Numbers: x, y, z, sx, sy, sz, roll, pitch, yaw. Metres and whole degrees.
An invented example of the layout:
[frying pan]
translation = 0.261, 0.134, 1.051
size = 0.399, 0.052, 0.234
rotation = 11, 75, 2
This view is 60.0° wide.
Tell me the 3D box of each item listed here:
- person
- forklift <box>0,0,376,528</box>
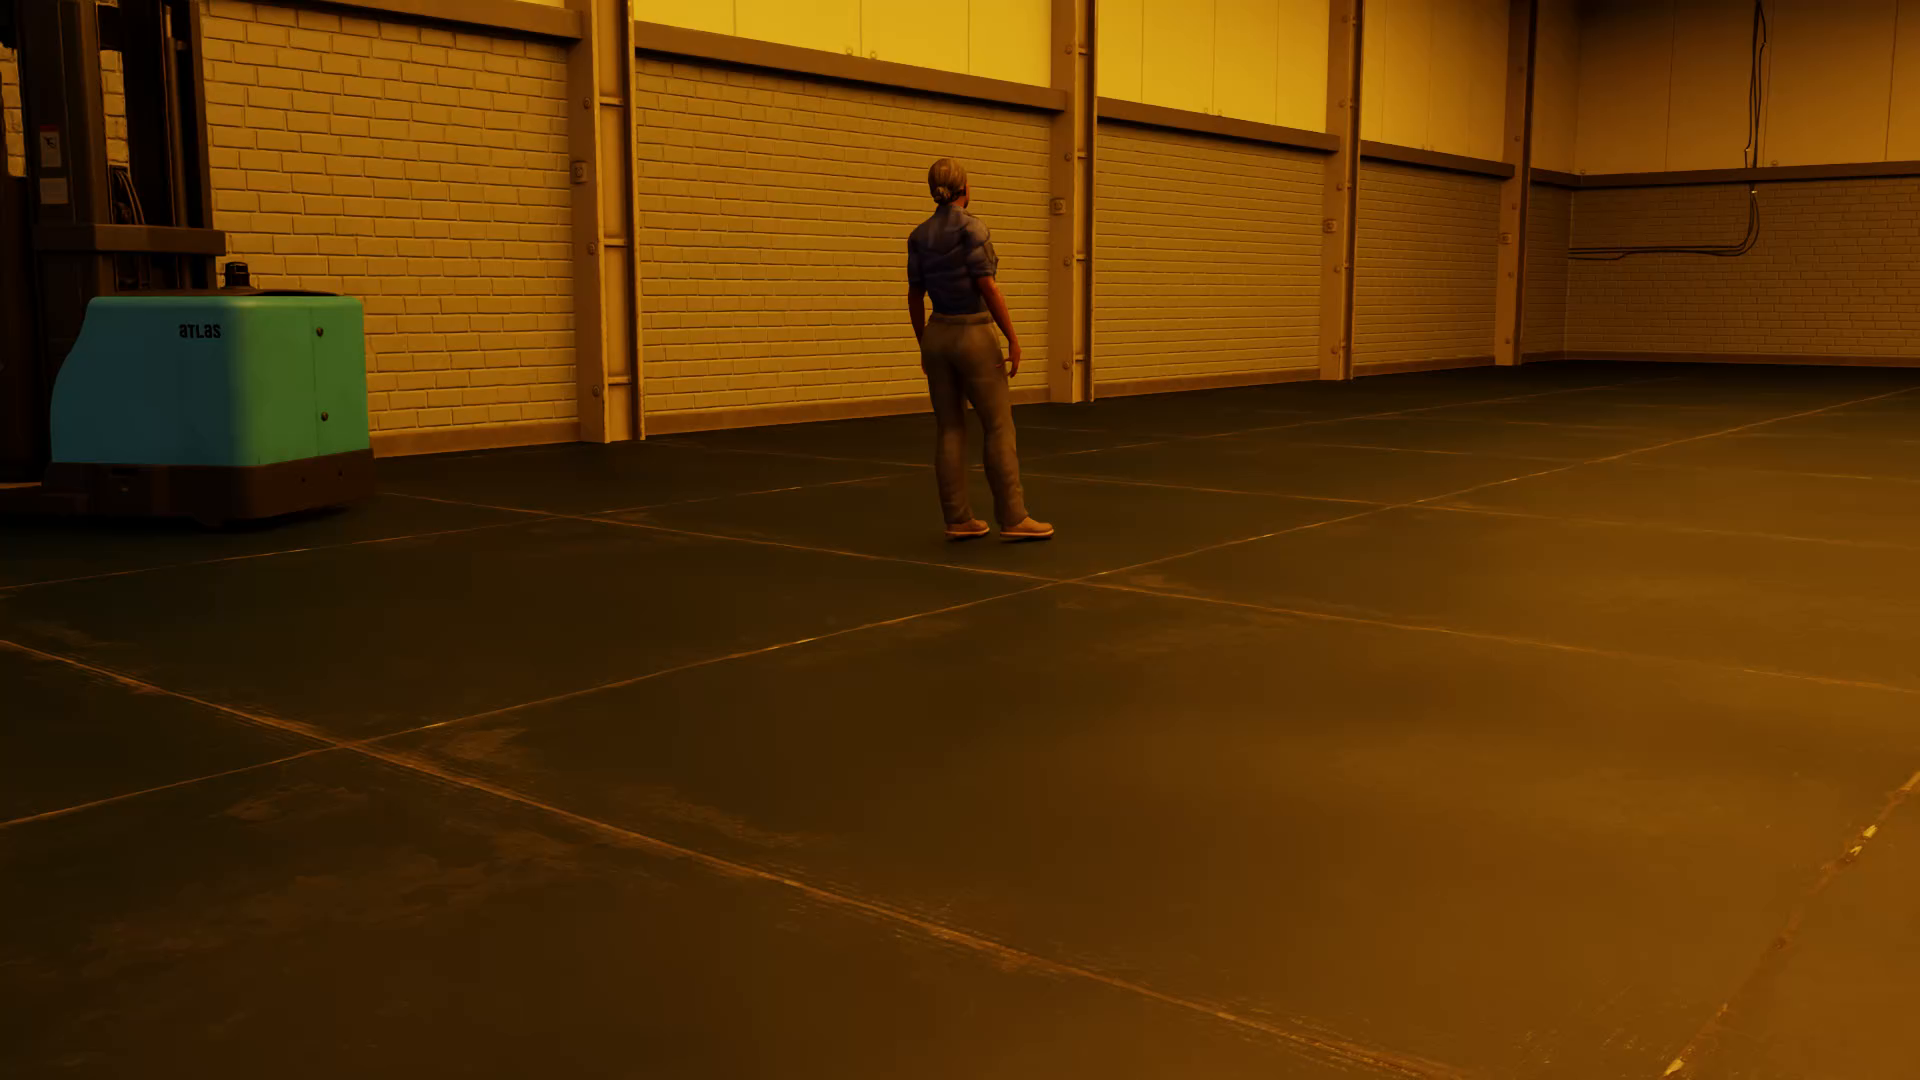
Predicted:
[person]
translation = 0.071, -0.834, 7.339
size = 0.569, 1.656, 0.503
rotation = 7, 11, 38
[forklift]
translation = -4.548, -1.591, 8.153
size = 3.031, 2.935, 1.130
rotation = 2, 9, 13
